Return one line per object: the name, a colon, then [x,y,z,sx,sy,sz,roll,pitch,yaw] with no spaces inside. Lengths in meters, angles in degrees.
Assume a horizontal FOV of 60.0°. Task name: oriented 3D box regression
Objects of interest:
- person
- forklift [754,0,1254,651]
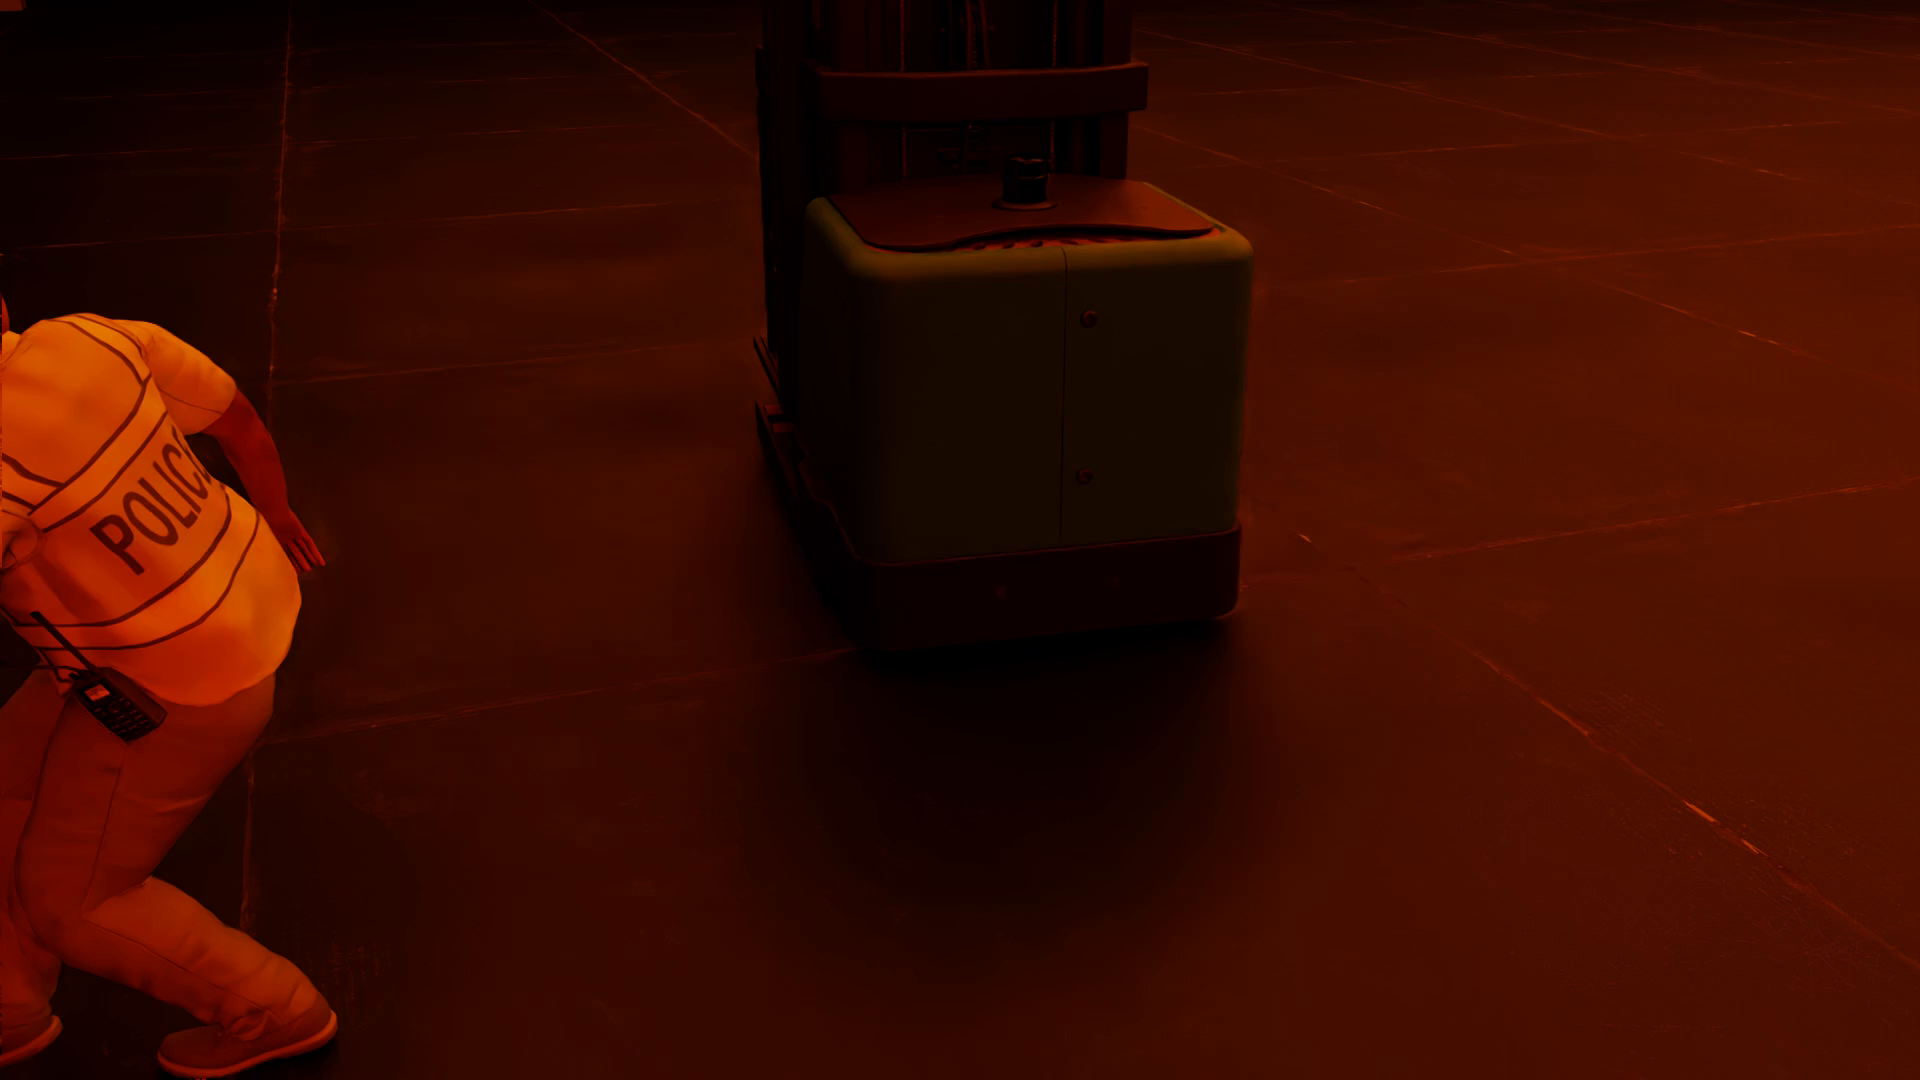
person: [-1.477,0.184,2.729,0.755,1.514,0.706,-3,23,-6]
forklift: [-0.092,-1.612,5.132,1.130,2.935,3.031,-5,23,-12]
